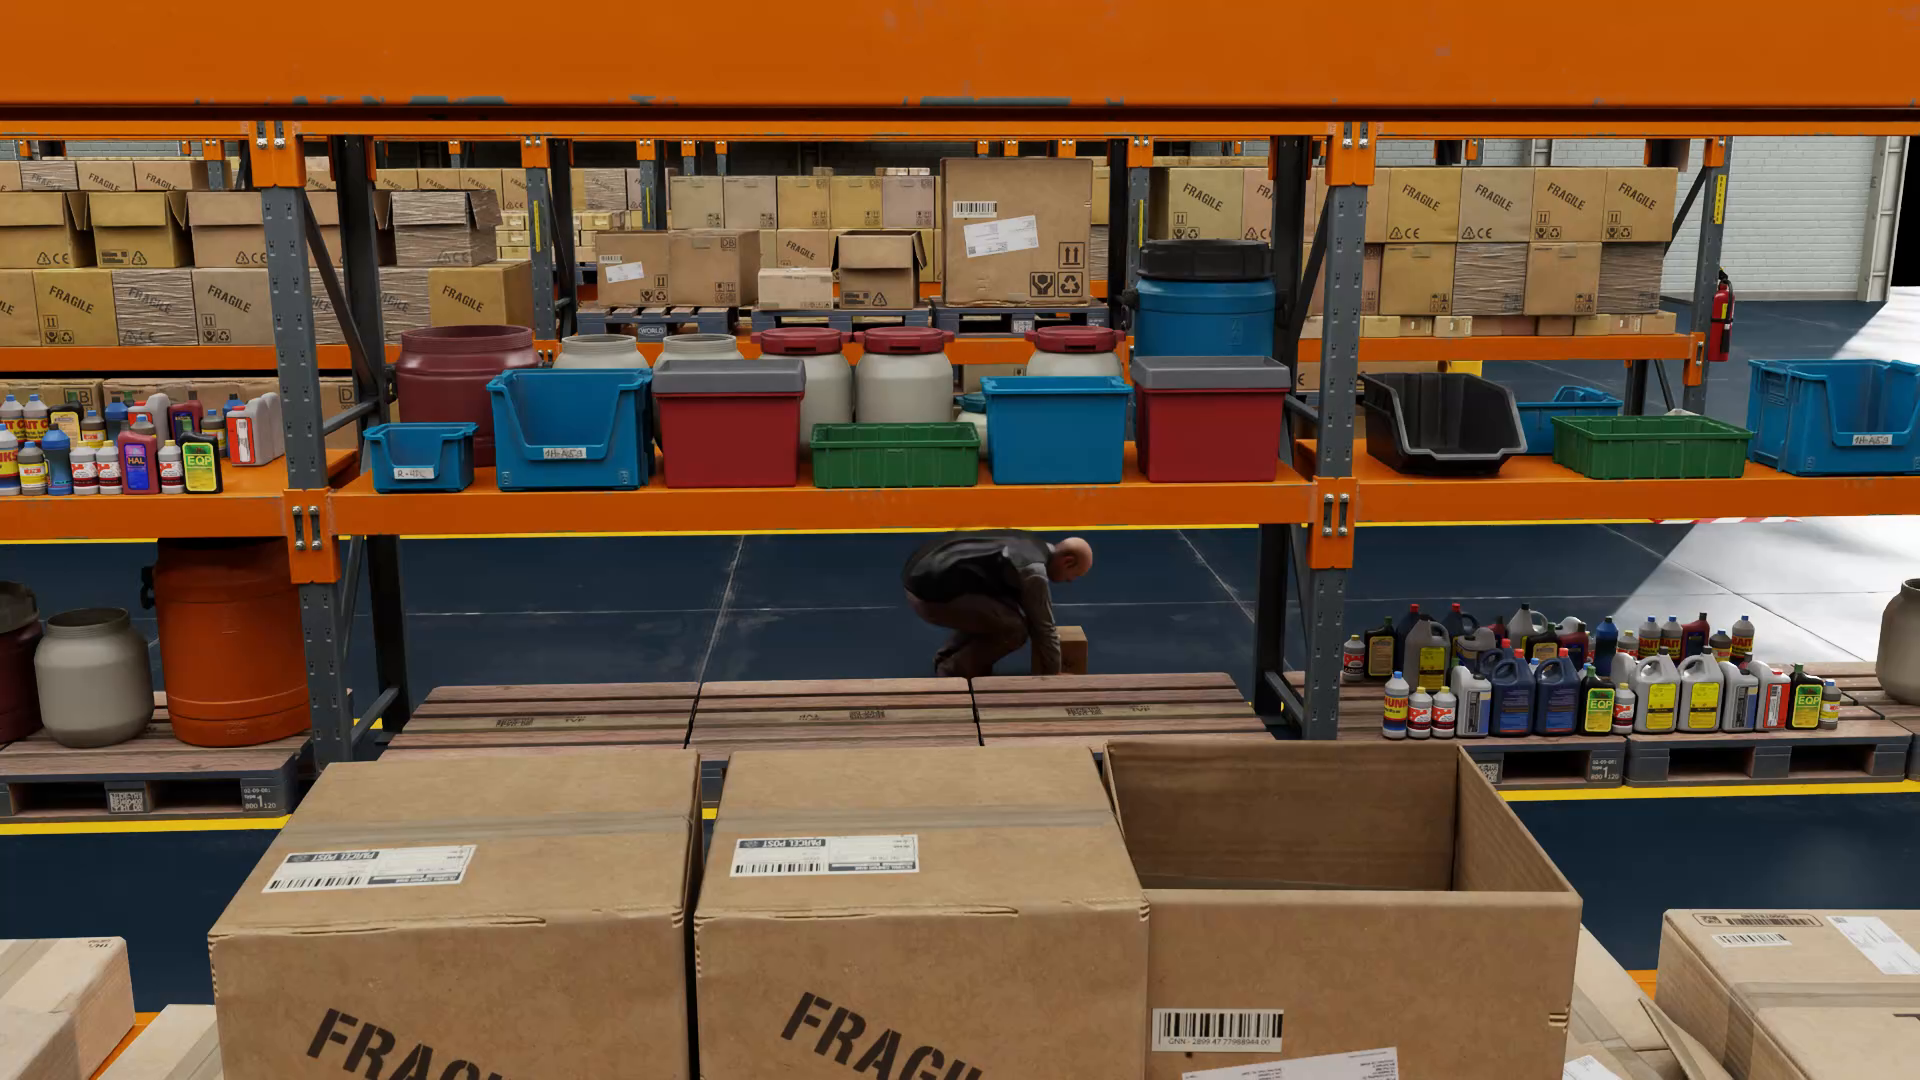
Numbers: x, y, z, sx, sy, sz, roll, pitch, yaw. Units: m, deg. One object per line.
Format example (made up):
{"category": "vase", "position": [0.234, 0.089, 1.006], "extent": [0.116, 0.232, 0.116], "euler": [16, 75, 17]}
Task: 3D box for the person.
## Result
{"category": "person", "position": [0.186, 0.339, 8.198], "extent": [0.943, 0.796, 0.506], "euler": [-1, 13, -5]}
